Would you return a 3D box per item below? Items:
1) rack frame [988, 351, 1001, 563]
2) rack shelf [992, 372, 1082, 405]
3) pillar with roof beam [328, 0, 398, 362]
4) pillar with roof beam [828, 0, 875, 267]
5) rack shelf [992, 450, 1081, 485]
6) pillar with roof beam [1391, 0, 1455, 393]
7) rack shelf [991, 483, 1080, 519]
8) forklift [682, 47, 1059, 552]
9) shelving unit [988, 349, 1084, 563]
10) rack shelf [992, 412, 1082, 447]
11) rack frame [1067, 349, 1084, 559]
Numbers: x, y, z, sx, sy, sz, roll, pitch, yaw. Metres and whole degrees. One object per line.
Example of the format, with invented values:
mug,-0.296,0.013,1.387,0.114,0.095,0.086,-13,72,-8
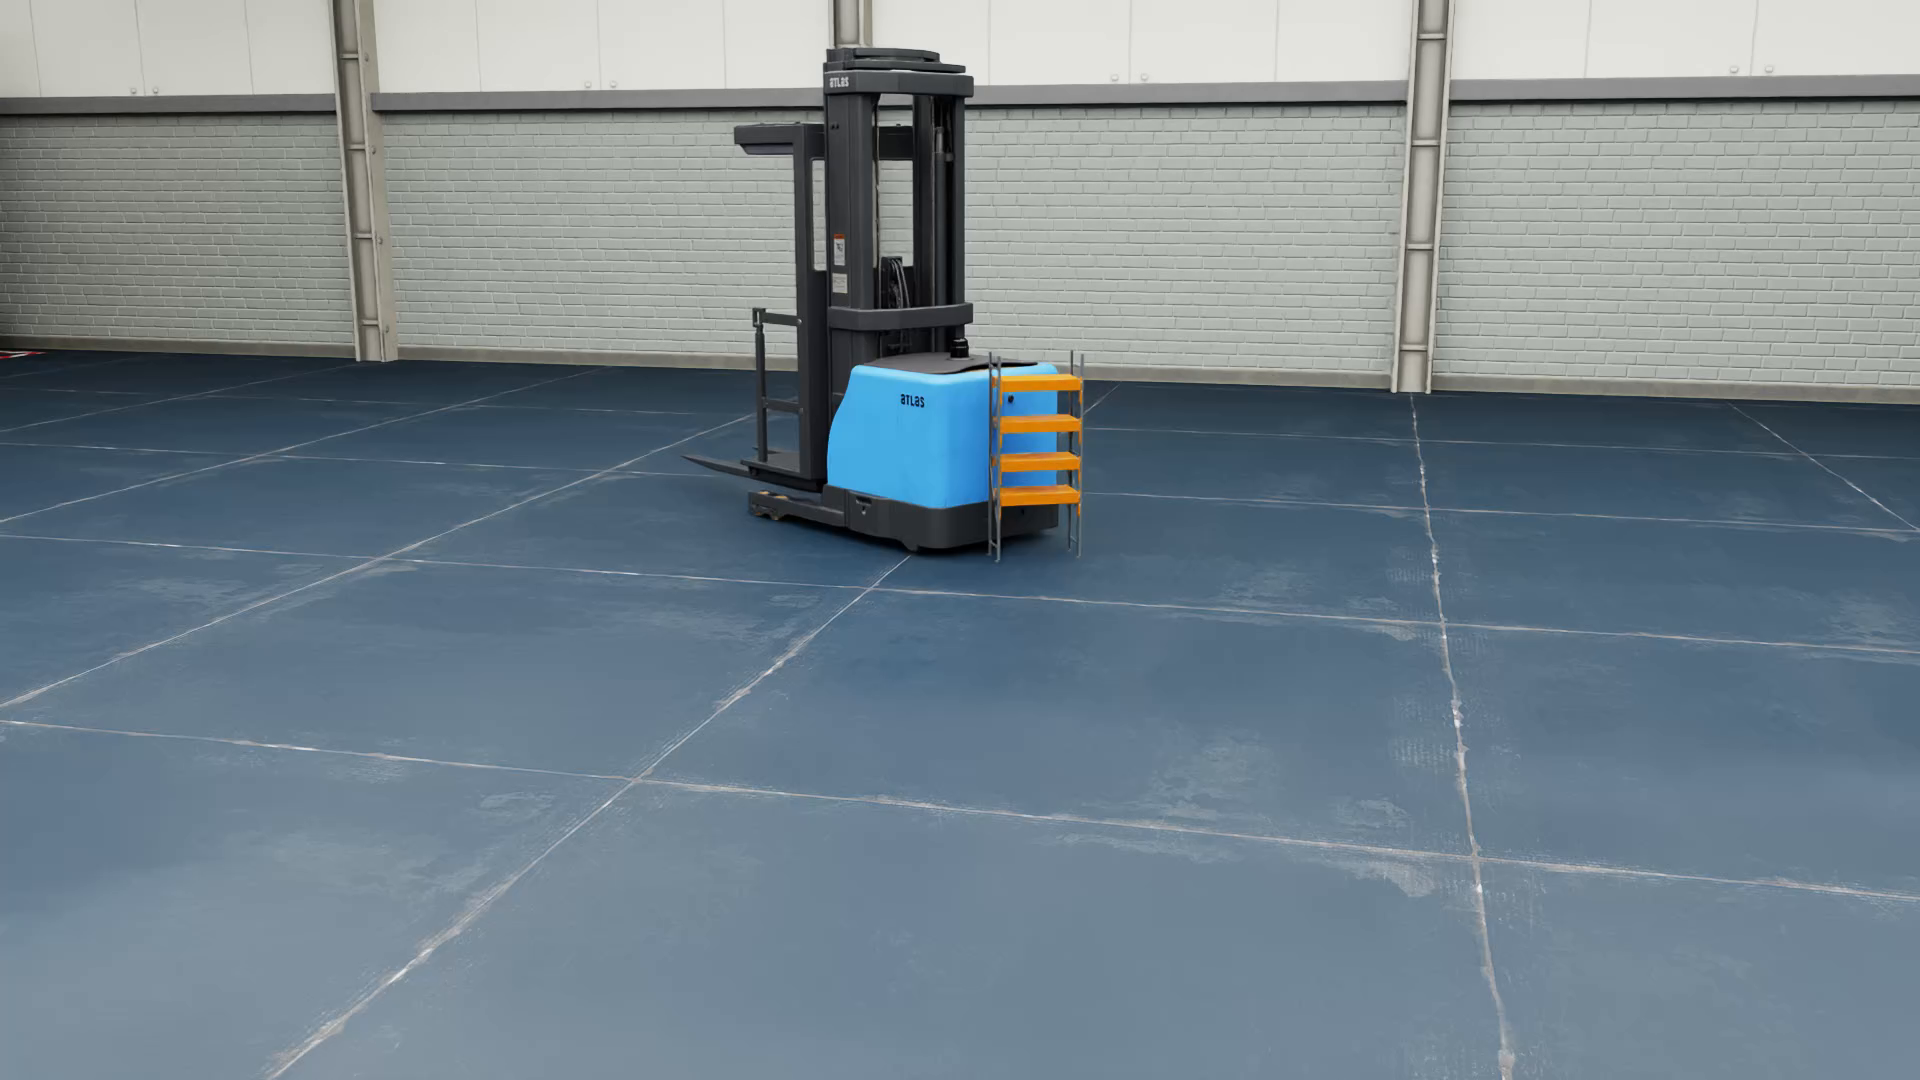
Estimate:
rack frame,0.199,-0.478,9.620,0.015,1.200,0.240,-3,13,-12
rack shelf,0.438,-0.873,9.585,0.480,0.148,0.258,-3,13,-12
pillar with roof beam,-8.027,-5.650,14.925,0.400,9.000,9.100,3,13,14
pillar with roof beam,-2.202,-5.339,13.522,0.400,9.000,9.100,3,13,14
rack shelf,0.438,-0.424,9.685,0.480,0.148,0.258,-3,13,-12
pillar with roof beam,3.623,-5.028,12.118,0.400,9.000,9.100,3,13,14
rack shelf,0.438,-0.230,9.728,0.480,0.148,0.258,-3,13,-12
forklift,-0.743,-1.620,10.770,1.130,2.935,3.031,-11,17,-40
shelving unit,0.438,-0.490,9.671,0.503,1.200,0.258,-3,13,-12
rack shelf,0.438,-0.642,9.637,0.480,0.148,0.258,-3,13,-12
rack frame,0.676,-0.501,9.721,0.015,1.200,0.240,-3,13,-12
